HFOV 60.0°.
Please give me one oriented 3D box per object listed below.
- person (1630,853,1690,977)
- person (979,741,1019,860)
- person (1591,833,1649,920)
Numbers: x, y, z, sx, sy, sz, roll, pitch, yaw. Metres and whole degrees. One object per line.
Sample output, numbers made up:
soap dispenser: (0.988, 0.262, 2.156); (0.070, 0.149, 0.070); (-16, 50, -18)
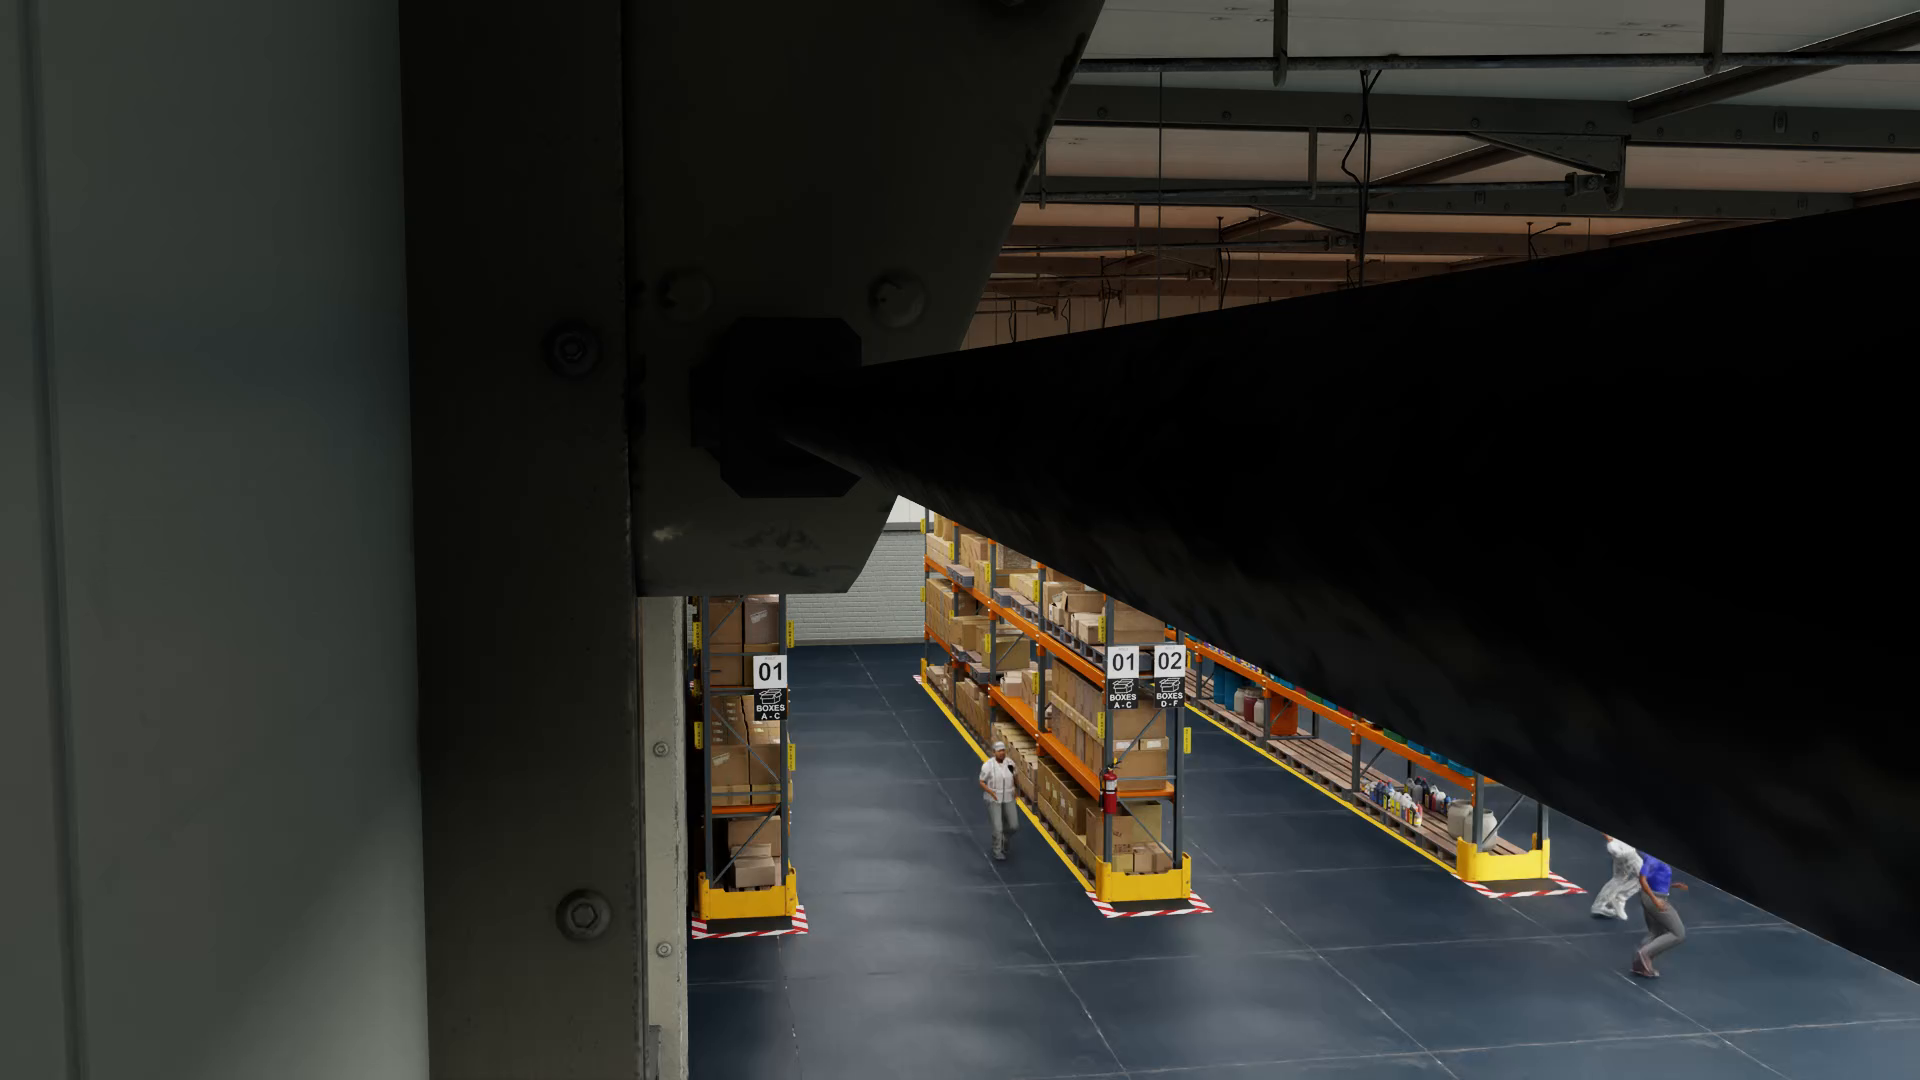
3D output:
person: (7.589, 3.935, 17.988); (0.569, 1.615, 0.560); (1, 5, 12)
person: (0.566, 3.536, 22.532); (0.581, 1.622, 0.500); (-1, 5, -16)
person: (7.988, 3.697, 19.951); (0.740, 1.709, 0.609); (2, 6, 26)
